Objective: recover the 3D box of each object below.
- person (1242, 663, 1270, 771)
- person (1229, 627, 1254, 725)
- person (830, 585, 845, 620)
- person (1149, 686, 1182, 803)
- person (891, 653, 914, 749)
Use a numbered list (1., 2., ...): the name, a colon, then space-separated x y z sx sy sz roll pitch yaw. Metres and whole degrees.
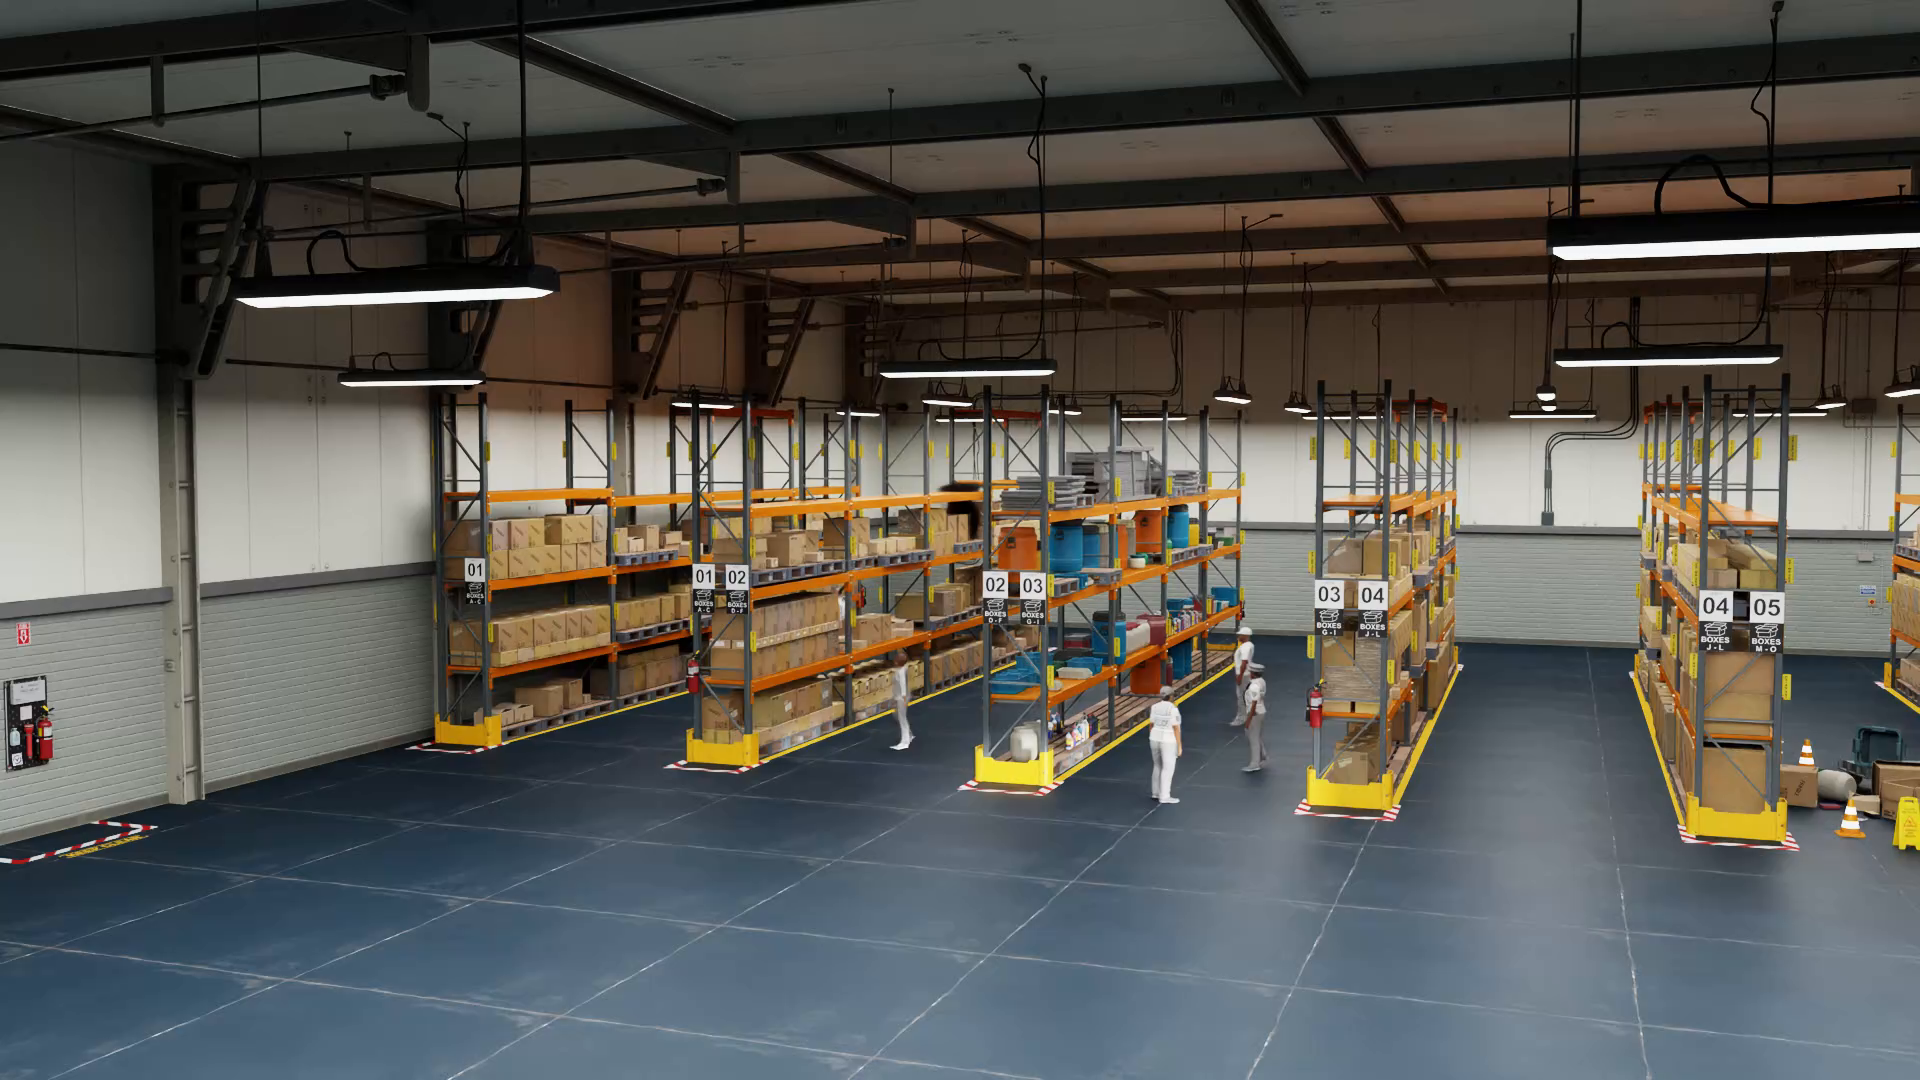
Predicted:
1. person: 4.662 2.771 26.144 0.418 1.678 0.543 1 3 11
2. person: 5.177 2.498 30.582 0.498 1.799 0.588 0 3 2
3. person: -2.750 1.947 38.405 0.584 1.780 0.780 -1 3 -18
4. person: 2.955 2.930 23.764 0.456 1.699 0.560 -3 4 -40
5. person: -0.966 2.697 27.996 0.363 1.603 0.491 0 3 2
